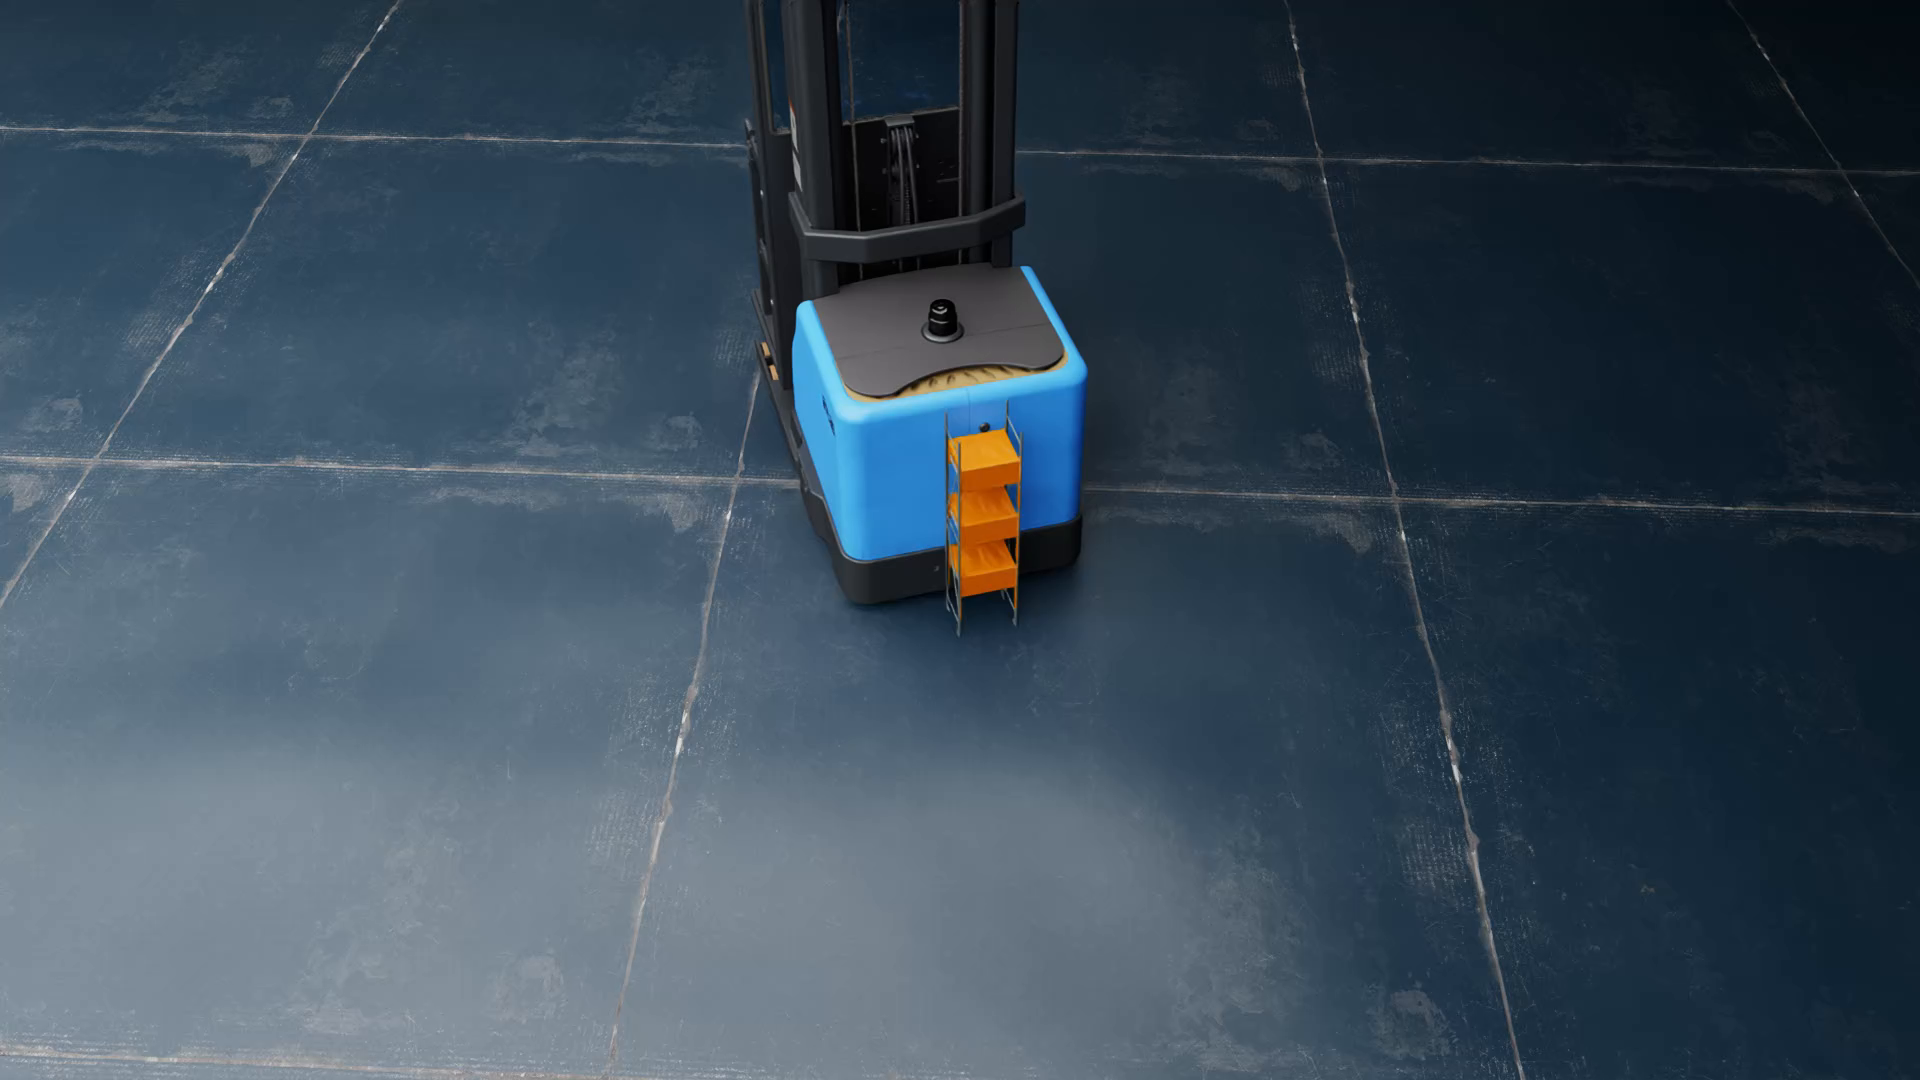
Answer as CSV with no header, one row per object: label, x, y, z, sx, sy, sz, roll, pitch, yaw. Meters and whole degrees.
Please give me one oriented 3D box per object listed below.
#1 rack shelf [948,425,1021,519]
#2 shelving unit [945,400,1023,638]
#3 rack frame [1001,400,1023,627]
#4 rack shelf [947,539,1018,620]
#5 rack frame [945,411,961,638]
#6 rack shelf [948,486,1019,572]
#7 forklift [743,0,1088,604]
rack shelf,0.089,-0.264,6.448,0.240,0.259,0.215,-11,44,-12
shelving unit,0.089,-0.064,6.634,0.252,1.050,0.215,-11,44,-12
rack frame,0.206,-0.087,6.659,0.008,1.050,0.200,-11,44,-12
rack shelf,0.089,0.146,6.831,0.240,0.259,0.215,-11,44,-12
rack frame,-0.028,-0.042,6.610,0.008,1.050,0.200,-11,44,-12
rack shelf,0.089,-0.057,6.641,0.240,0.259,0.215,-11,44,-12
forklift,-0.375,-1.824,7.143,1.130,2.935,3.031,-11,44,-12
